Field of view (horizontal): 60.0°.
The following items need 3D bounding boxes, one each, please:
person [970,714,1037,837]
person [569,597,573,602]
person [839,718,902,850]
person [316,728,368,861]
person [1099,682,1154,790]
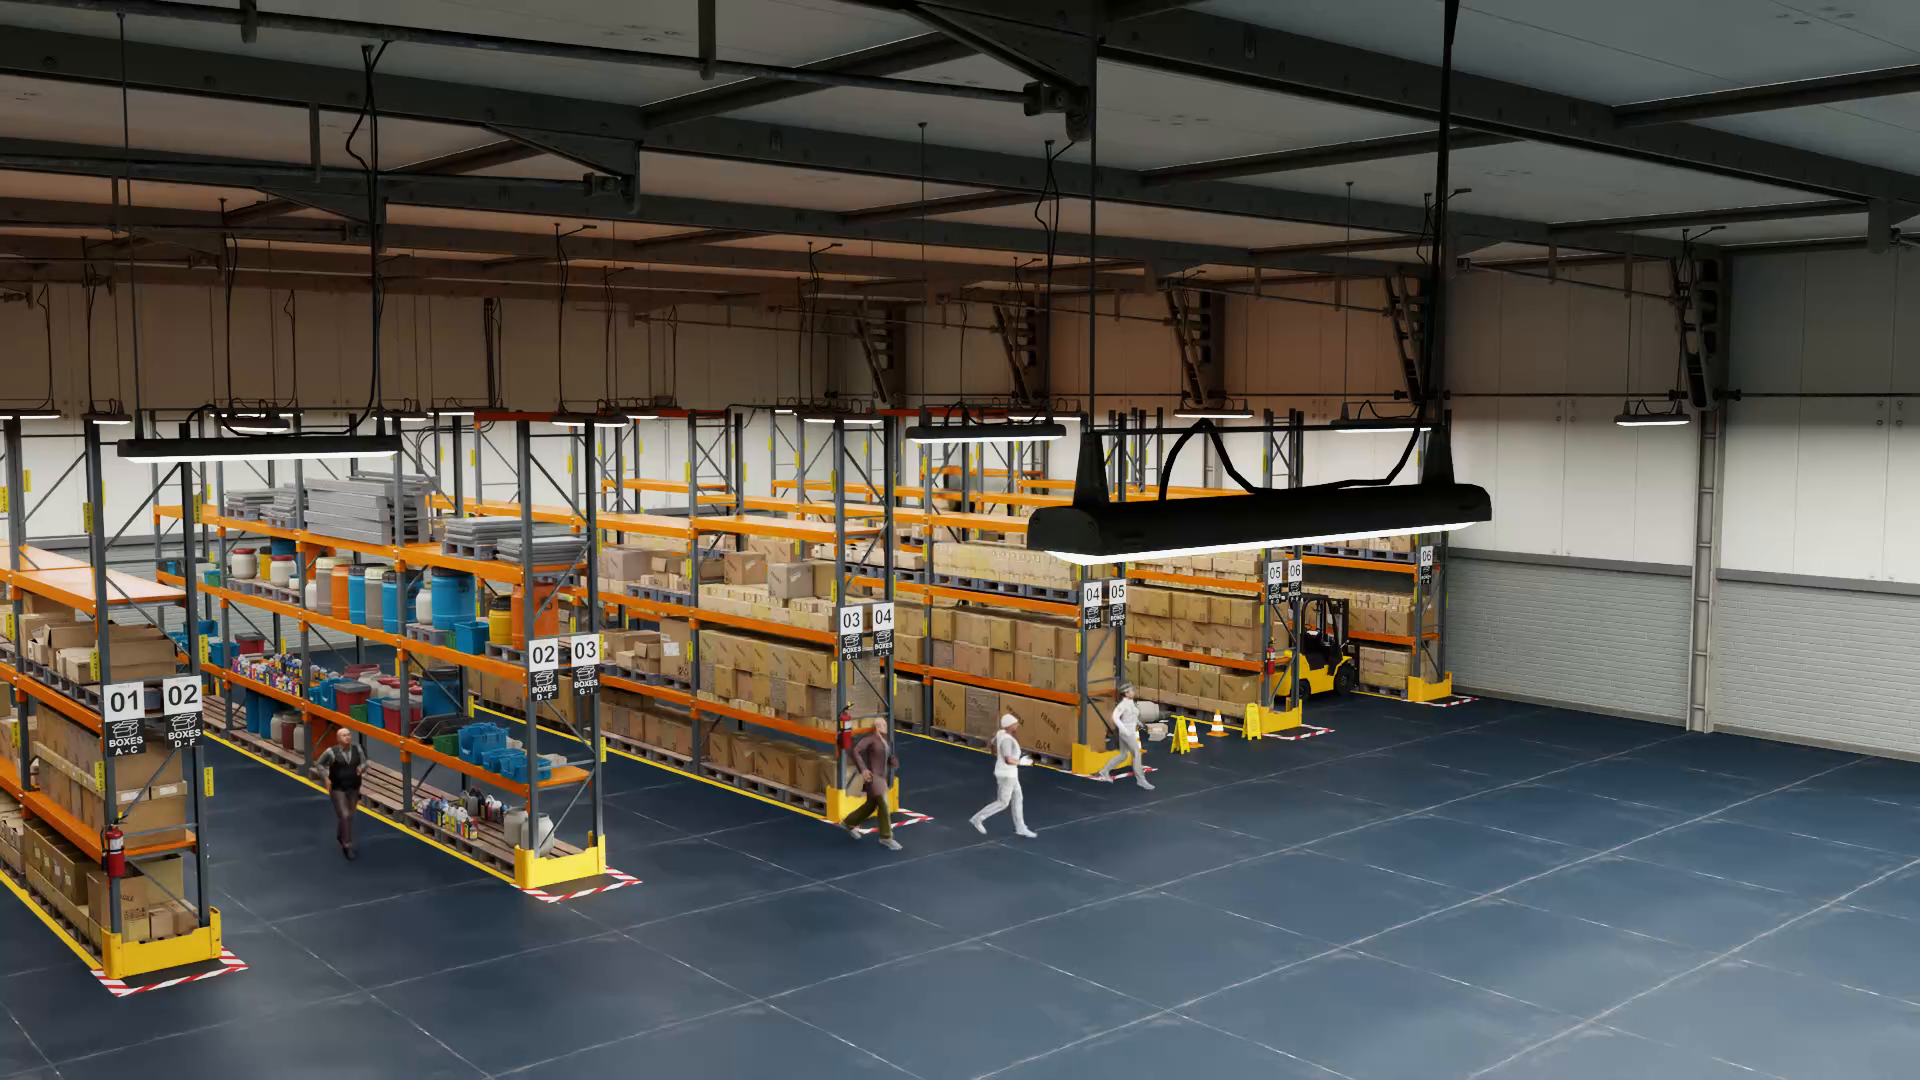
[{"bbox_3d":[0.617,3.366,23.682,0.978,1.792,0.692,0,5,-3],"label":"person"},{"bbox_3d":[-9.000,2.145,38.386,0.715,1.700,0.807,-3,6,-30],"label":"person"},{"bbox_3d":[-1.201,3.439,23.467,1.021,1.679,0.733,2,5,19],"label":"person"},{"bbox_3d":[-8.446,3.451,22.860,0.652,1.749,0.811,-5,7,-44],"label":"person"},{"bbox_3d":[2.702,3.135,26.780,0.870,1.709,0.640,1,5,6],"label":"person"}]
